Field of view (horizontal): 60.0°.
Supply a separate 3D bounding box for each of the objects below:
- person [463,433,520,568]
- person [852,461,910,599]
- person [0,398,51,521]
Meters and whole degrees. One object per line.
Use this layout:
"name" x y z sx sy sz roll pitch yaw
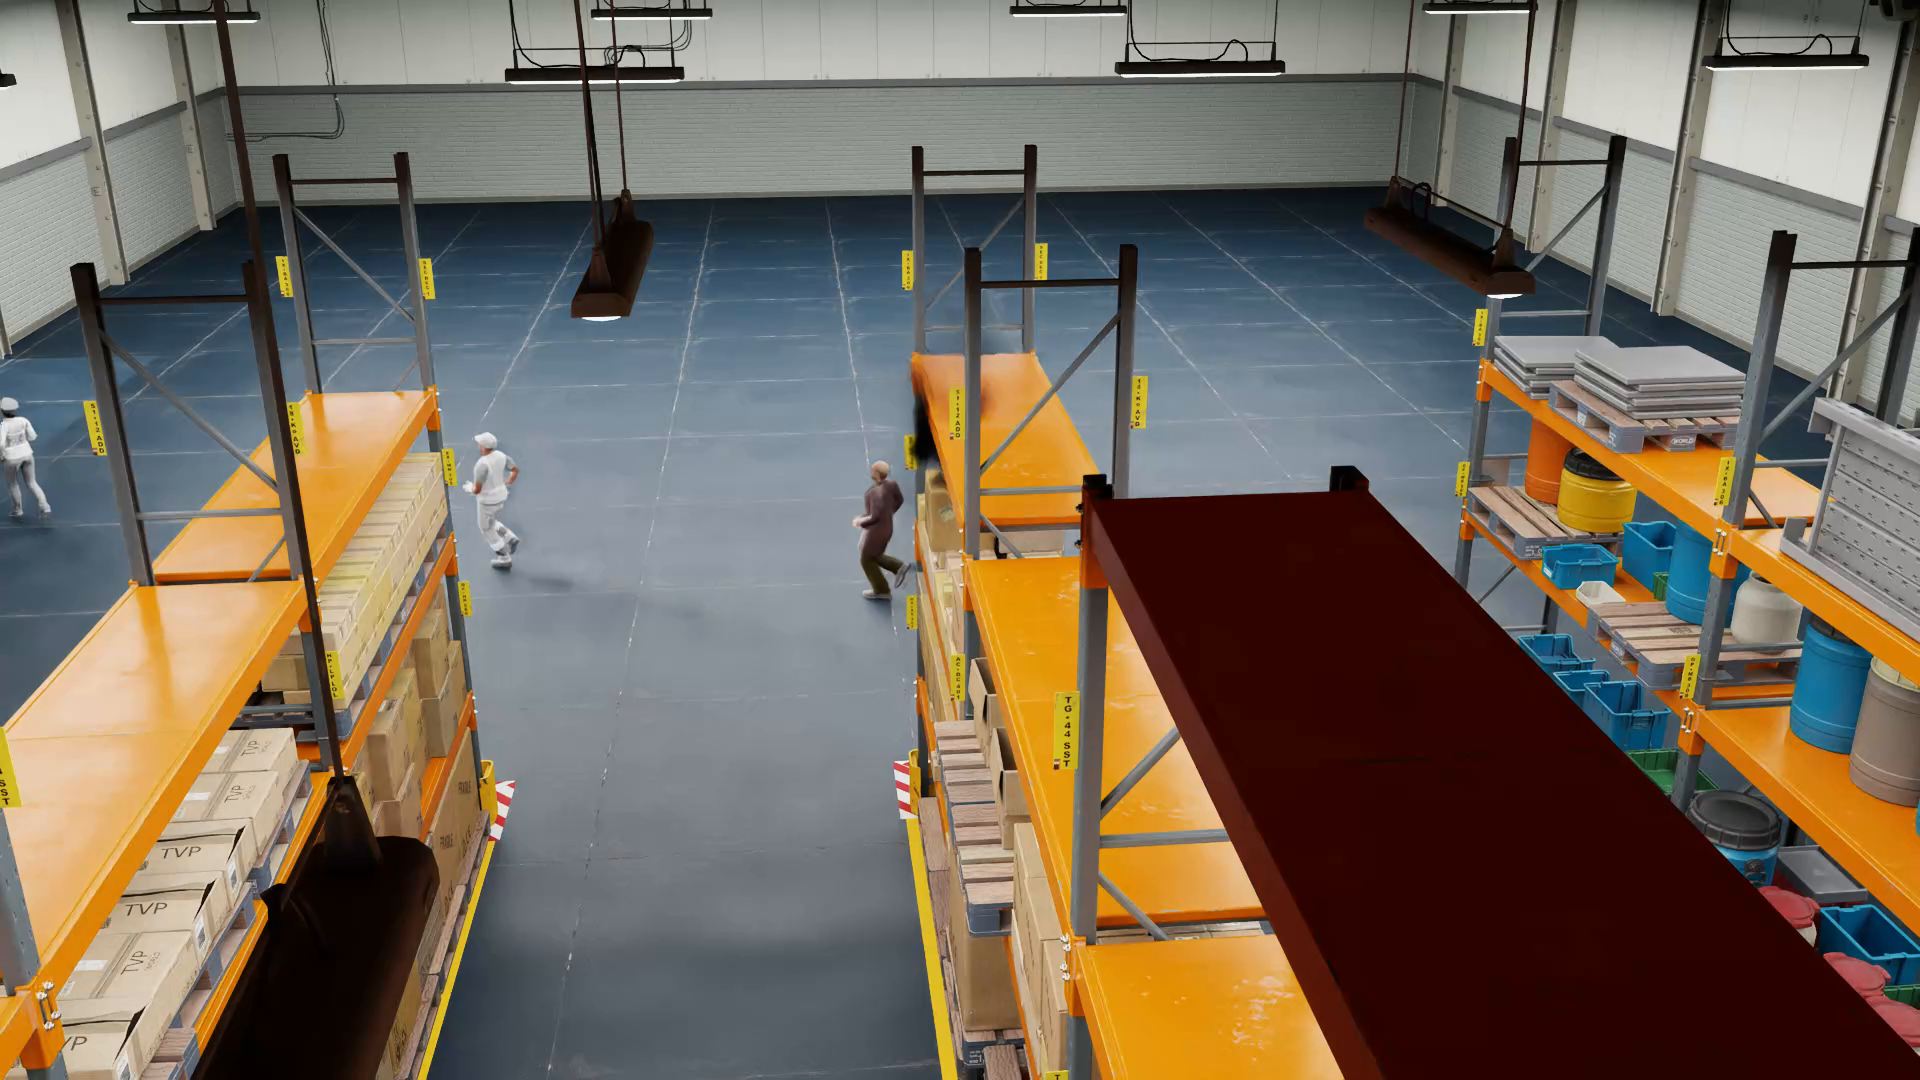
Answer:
"person" -5.818 -0.506 20.545 0.581 1.740 0.652 8 23 19
"person" -0.933 -0.109 19.585 0.637 1.733 0.710 8 23 19
"person" -12.433 -1.055 21.934 0.878 1.684 0.616 15 26 33
